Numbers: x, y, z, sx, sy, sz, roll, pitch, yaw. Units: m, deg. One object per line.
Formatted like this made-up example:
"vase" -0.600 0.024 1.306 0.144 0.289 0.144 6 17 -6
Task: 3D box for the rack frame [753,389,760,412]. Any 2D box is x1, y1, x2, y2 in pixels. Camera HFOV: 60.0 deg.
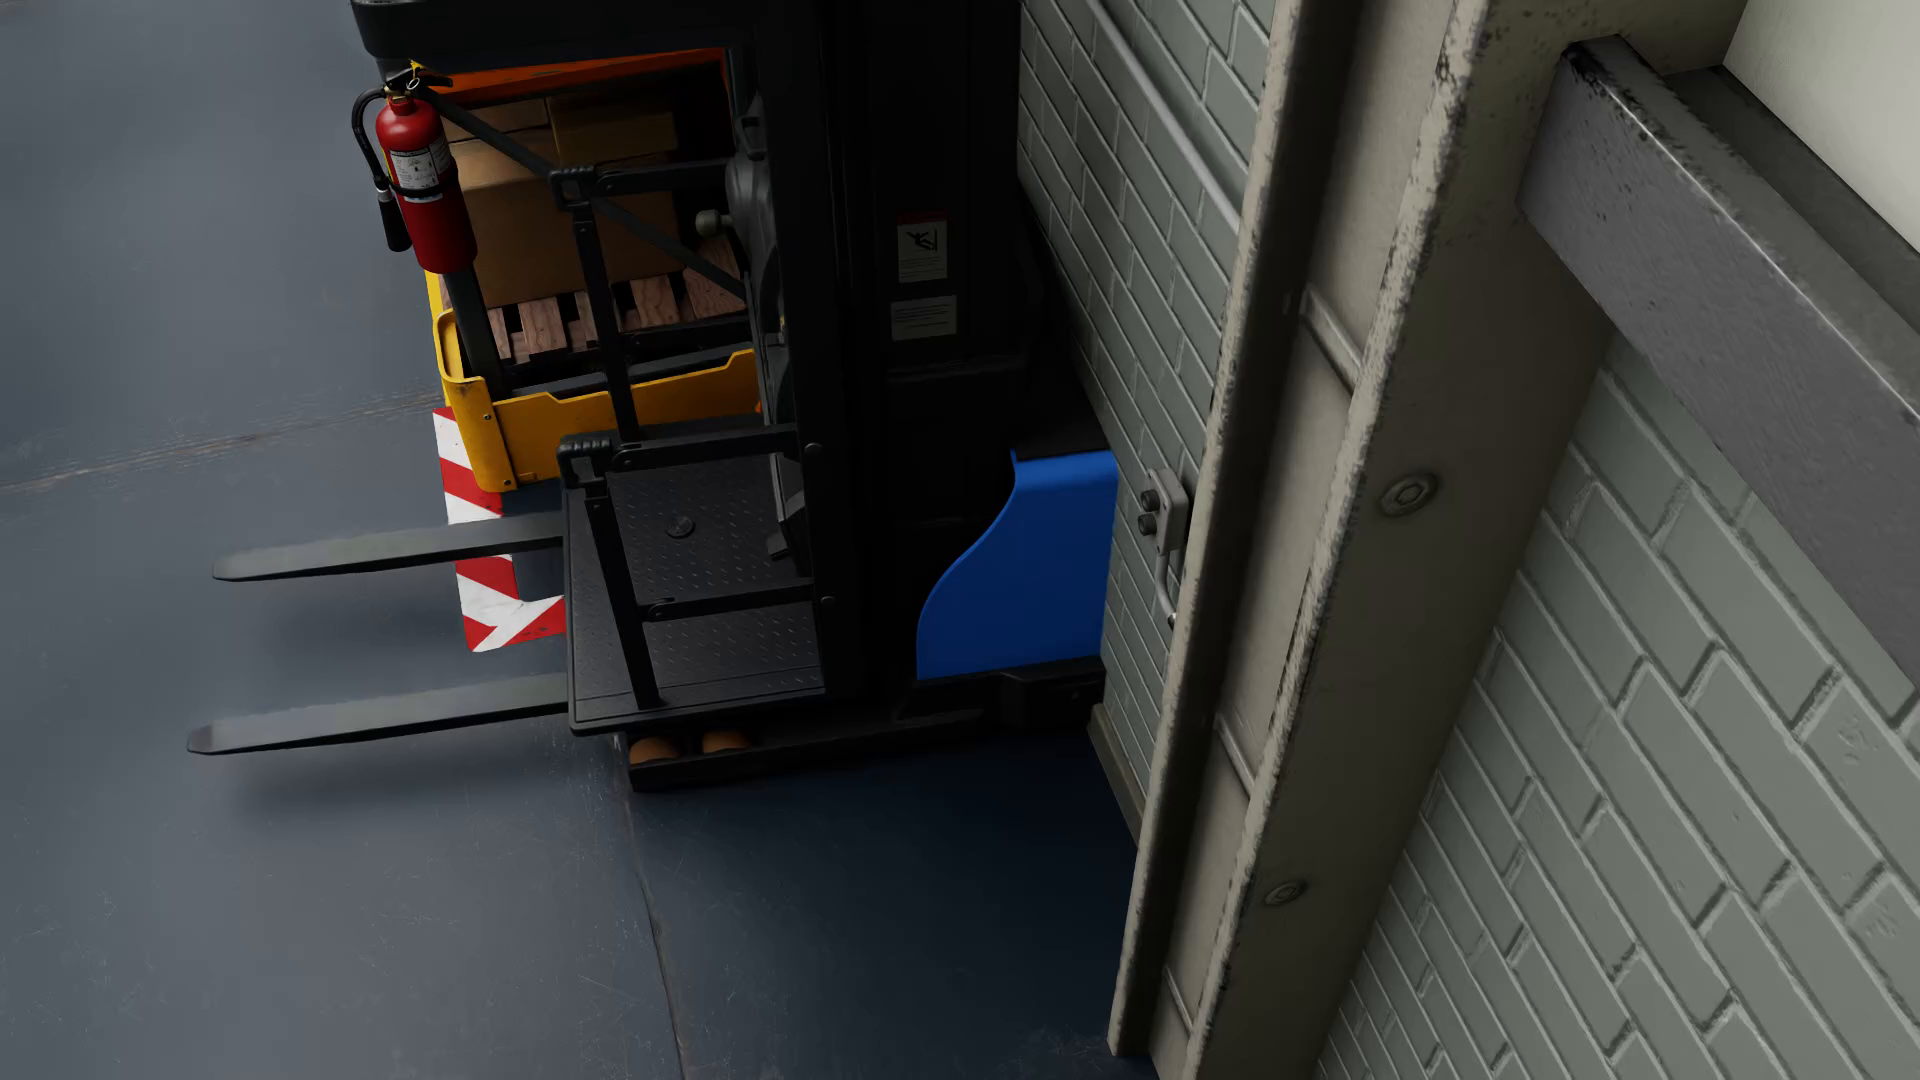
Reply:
"rack frame" -0.324 -0.673 5.055 0.500 1.125 0.032 -9 49 -31

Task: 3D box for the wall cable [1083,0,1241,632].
"wall cable" 0.231 -0.986 3.455 0.084 1.984 1.851 -13 51 -11

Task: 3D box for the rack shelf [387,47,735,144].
"rack shelf" -1.642 -2.609 5.958 1.077 0.370 4.000 -13 51 -11

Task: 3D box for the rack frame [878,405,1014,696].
"rack frame" 0.140 0.027 4.482 0.500 1.125 0.032 -9 49 -31

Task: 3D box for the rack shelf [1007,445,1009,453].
"rack shelf" -0.009 -0.532 4.581 0.538 0.278 1.000 -9 49 -31

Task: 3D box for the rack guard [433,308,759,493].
"rack guard" -1.044 -0.557 5.393 1.175 0.500 0.348 -13 51 -11

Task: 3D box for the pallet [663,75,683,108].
"pallet" -1.719 -1.937 6.745 1.003 0.211 1.213 -13 51 -11

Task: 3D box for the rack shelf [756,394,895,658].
"rack shelf" -0.161 -0.148 4.925 0.538 0.278 1.000 -9 49 -31

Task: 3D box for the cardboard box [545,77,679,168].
"cardboard box" -1.125 -1.362 5.372 0.380 0.149 0.250 -13 51 -11

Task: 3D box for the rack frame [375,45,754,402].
"rack frame" -1.051 -1.380 4.452 1.000 3.000 0.127 -13 51 -11

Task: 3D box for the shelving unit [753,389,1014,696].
"shelving unit" -0.092 -0.323 4.768 0.538 1.125 1.048 -9 49 -31

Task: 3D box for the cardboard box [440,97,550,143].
"cardboard box" -1.565 -1.460 5.455 0.380 0.149 0.250 -14 51 -11

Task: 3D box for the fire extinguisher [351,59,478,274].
"fire extinguisher" -1.447 -1.021 4.443 0.296 0.674 0.183 -13 51 -11

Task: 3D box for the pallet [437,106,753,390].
"pallet" -1.362 -1.048 5.995 1.003 0.211 1.213 -13 51 -11

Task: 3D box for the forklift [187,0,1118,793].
"forklift" -0.651 -0.686 3.911 3.031 2.935 1.130 -8 50 -6

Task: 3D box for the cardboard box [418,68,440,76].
"cardboard box" -1.211 -1.847 4.649 0.980 0.700 0.700 -11 51 -9

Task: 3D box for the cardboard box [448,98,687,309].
"cardboard box" -1.353 -1.199 5.659 0.700 0.500 0.500 -13 51 -11
